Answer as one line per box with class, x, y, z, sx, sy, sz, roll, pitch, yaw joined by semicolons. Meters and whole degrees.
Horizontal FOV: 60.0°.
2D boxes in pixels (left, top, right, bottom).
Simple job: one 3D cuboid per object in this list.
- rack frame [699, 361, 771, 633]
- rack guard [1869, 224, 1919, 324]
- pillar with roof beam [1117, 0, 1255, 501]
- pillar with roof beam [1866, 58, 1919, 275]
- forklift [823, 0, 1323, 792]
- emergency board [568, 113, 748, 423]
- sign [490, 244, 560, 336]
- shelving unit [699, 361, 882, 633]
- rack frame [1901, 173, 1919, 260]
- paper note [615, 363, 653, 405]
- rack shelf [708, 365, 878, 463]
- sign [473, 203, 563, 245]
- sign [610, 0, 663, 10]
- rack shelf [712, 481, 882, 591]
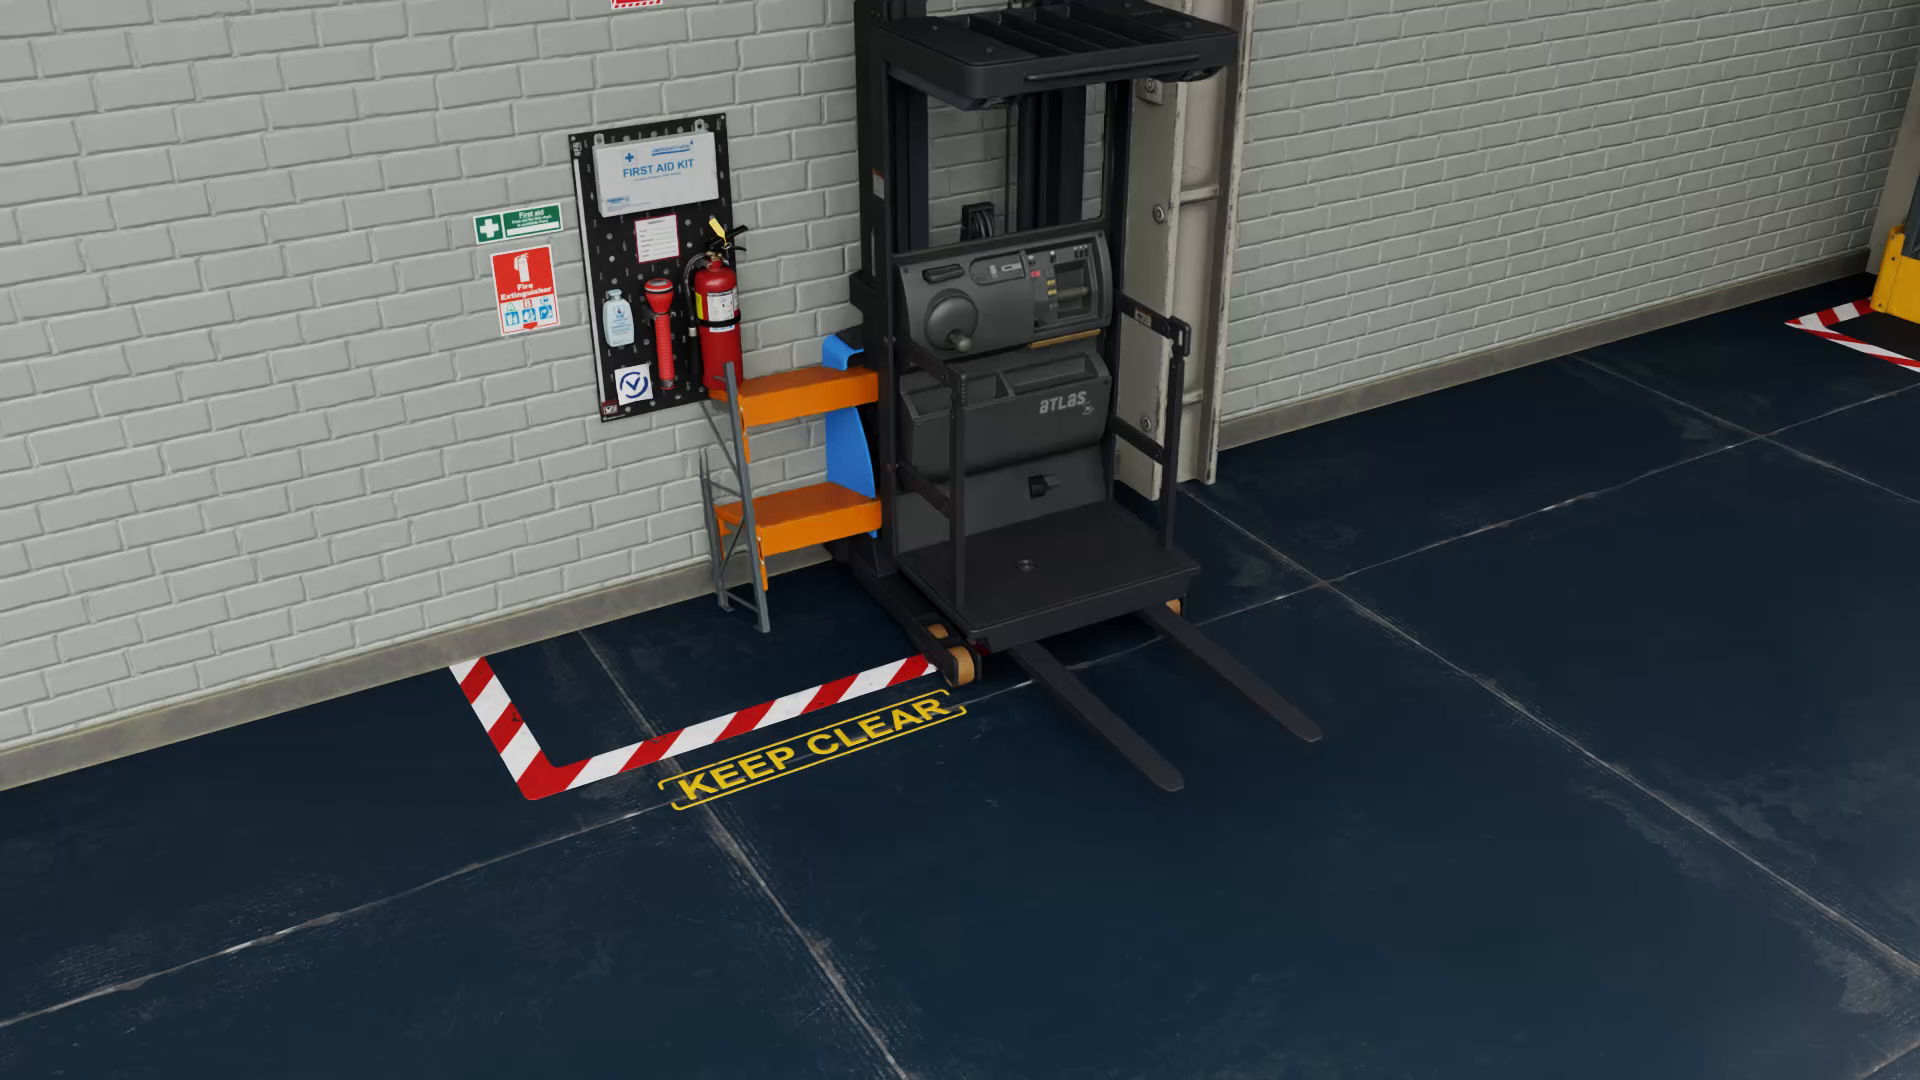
rack frame;-0.971;-0.206;6.890;0.032;1.125;0.500;-14;18;-27
rack guard;6.099;-1.477;9.910;0.348;0.500;1.175;-16;33;-26
pillar with roof beam;3.207;-2.449;2.875;0.400;9.000;9.100;-16;33;-26
pillar with roof beam;8.380;-3.918;5.536;0.400;9.000;9.100;-16;33;-26
forklift;0.296;-0.942;6.424;1.130;2.935;3.031;-15;32;-25
emergency board;-1.124;-1.027;6.507;0.643;1.169;0.194;-16;33;-26
sign;-1.653;-0.950;6.331;0.234;0.329;0.001;-16;33;-26
shelving unit;-0.533;-0.317;7.123;1.048;1.125;0.538;-14;18;-27
rack frame;6.033;-2.553;9.272;0.127;3.000;1.000;-16;33;-26
paper note;-1.312;-0.627;6.693;0.142;0.148;0.016;-16;33;-26
rack shelf;-0.561;-0.597;7.043;1.000;0.278;0.538;-14;18;-27
sign;-1.645;-1.180;6.198;0.331;0.109;0.001;-16;33;-26
sign;-1.182;-2.082;6.018;0.199;0.298;0.001;-16;33;-26
rack shelf;-0.508;-0.083;7.189;1.000;0.278;0.538;-14;18;-27
